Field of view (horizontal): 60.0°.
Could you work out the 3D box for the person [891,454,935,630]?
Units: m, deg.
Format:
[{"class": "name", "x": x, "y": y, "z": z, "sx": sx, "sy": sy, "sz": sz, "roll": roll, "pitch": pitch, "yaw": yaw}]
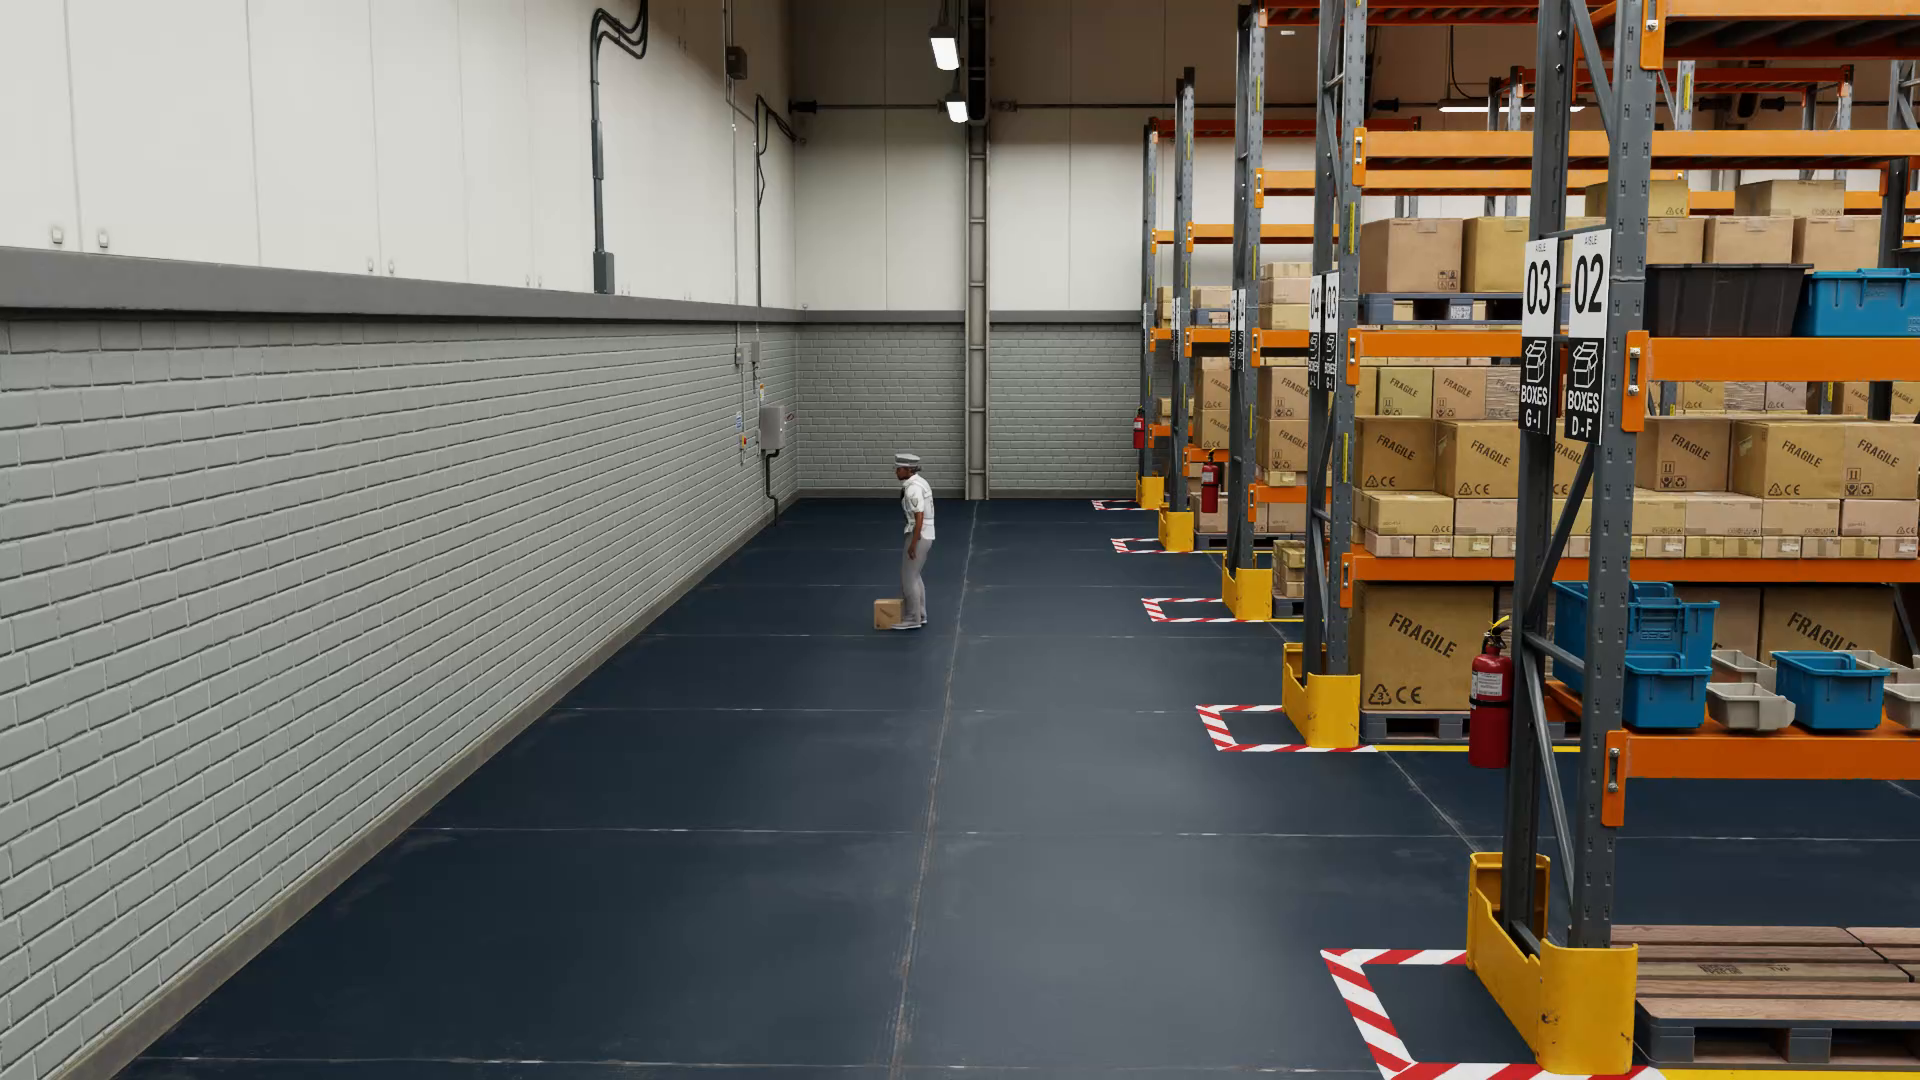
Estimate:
[{"class": "person", "x": -0.451, "y": 0.008, "z": 15.726, "sx": 0.427, "sy": 1.656, "sz": 0.519, "roll": 0, "pitch": 7, "yaw": -2}]
